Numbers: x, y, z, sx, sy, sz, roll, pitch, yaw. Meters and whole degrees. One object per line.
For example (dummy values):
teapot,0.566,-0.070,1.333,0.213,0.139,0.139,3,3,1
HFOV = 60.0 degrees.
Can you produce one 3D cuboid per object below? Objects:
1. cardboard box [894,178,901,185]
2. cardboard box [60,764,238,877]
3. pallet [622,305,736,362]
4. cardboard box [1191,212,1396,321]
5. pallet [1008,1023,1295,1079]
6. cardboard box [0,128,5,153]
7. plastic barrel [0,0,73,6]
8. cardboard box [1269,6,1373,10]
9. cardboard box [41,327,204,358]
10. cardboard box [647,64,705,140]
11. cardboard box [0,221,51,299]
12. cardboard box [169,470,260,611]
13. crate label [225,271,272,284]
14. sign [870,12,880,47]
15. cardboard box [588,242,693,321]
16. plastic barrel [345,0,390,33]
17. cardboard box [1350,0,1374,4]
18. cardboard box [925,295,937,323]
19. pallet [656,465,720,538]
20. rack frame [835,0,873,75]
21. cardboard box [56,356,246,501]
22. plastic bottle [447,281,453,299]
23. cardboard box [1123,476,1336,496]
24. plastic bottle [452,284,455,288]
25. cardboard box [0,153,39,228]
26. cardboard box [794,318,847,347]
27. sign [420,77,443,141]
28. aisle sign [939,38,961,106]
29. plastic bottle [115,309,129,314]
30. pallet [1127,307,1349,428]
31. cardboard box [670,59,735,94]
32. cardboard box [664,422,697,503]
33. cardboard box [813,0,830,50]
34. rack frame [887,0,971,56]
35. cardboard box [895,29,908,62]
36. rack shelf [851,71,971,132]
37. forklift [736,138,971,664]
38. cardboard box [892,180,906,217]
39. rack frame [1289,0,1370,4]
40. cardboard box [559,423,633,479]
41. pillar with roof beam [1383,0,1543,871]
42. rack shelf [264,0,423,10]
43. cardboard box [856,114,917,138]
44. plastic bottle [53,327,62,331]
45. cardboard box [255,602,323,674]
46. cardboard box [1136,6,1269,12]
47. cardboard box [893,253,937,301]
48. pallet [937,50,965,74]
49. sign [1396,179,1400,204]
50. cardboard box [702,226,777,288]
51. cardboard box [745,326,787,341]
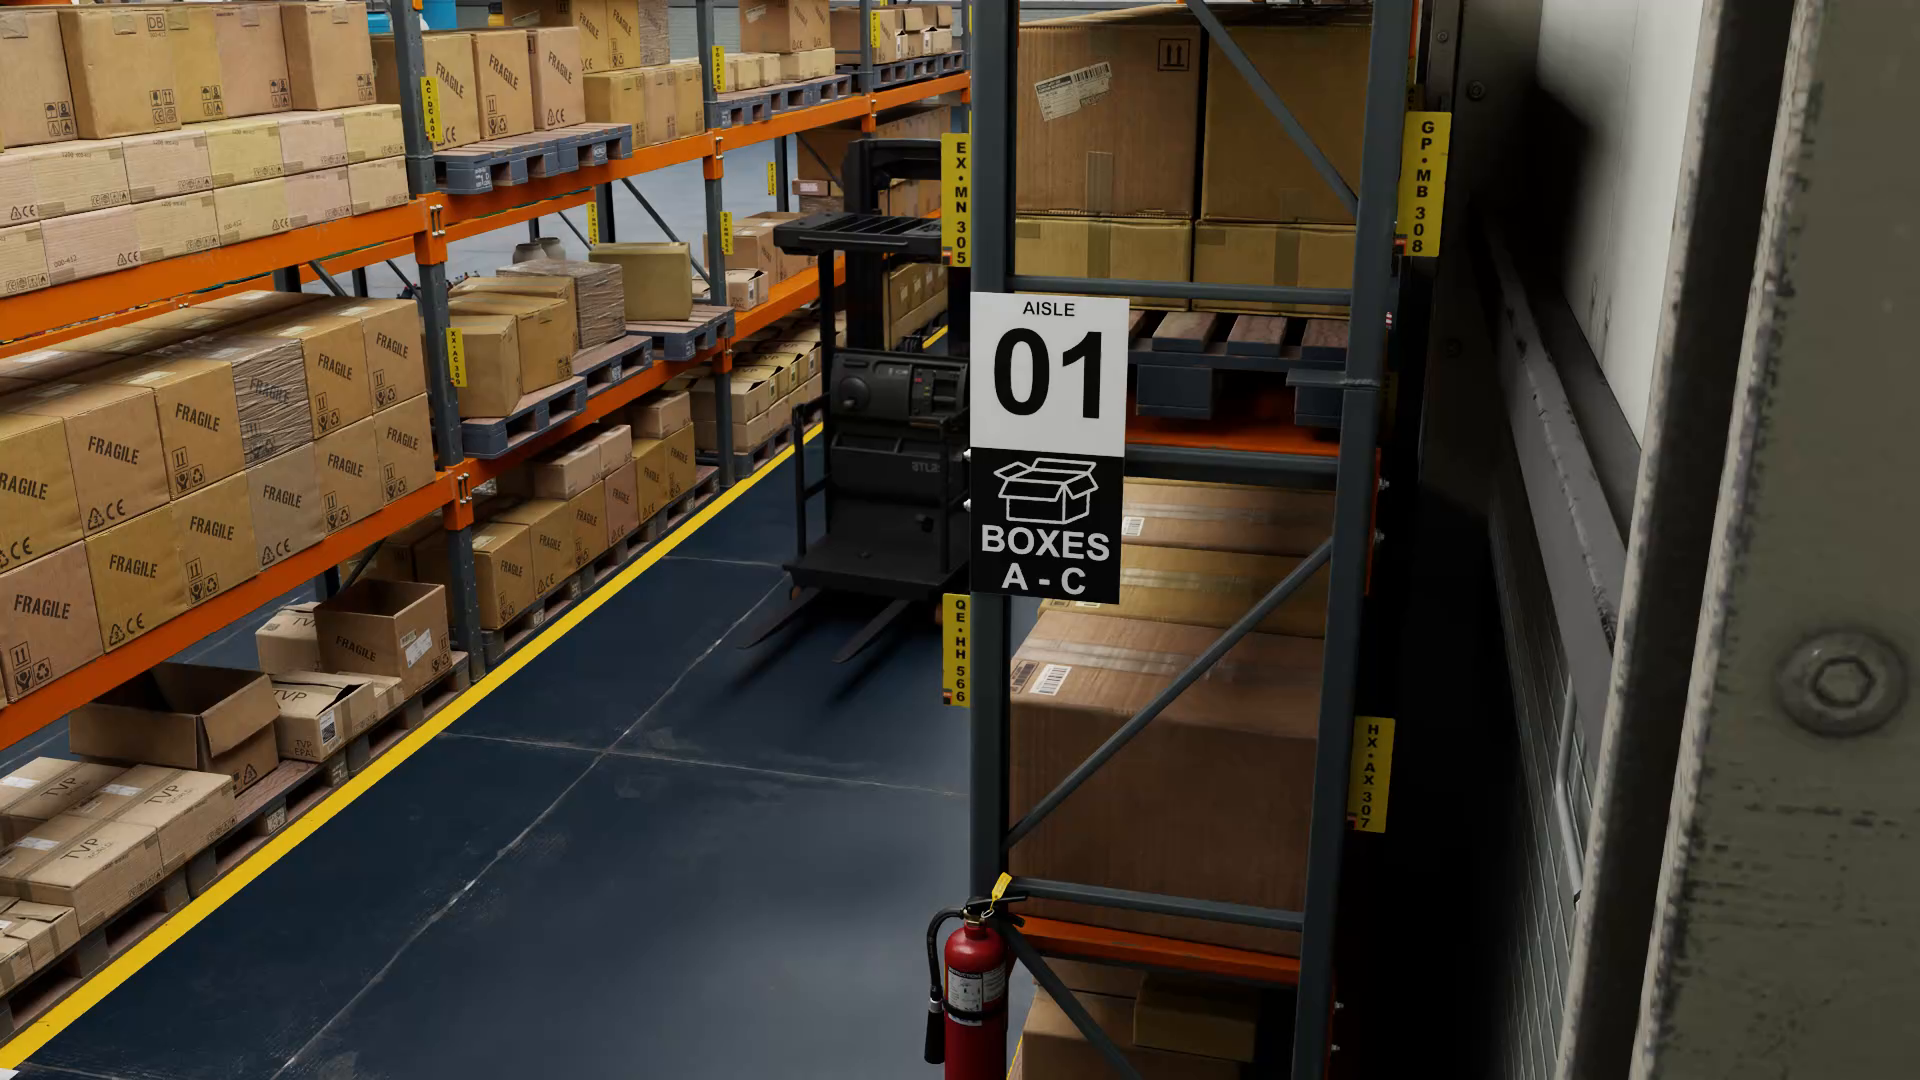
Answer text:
cardboard box,-0.845,-3.886,17.765,0.380,0.149,0.250,4,19,12
cardboard box,-3.627,1.250,7.459,0.500,0.250,0.500,5,19,13
pallet,-2.422,-1.580,12.469,1.213,0.211,1.003,5,19,13
cardboard box,0.942,-0.795,4.662,0.500,0.250,0.500,6,20,16
pallet,0.645,2.072,5.796,1.003,0.211,1.213,5,19,13
cardboard box,-3.965,-1.633,5.987,0.700,0.500,0.500,5,19,13
plastic barrel,-7.268,-3.925,13.083,0.600,0.830,0.708,5,19,13
cardboard box,1.433,-1.795,6.429,0.500,0.500,0.500,4,19,12
cardboard box,-3.941,-0.707,7.915,0.500,0.500,0.500,4,19,12
cardboard box,-2.398,-3.216,12.167,0.910,0.500,0.500,5,19,13
cardboard box,-3.772,-1.026,6.143,0.500,0.250,0.500,5,19,13
cardboard box,-3.545,-0.022,7.458,0.500,0.500,0.500,5,19,14
crate label,-6.622,-2.588,15.068,0.502,0.435,0.616,5,19,13
sign,-0.818,-4.916,16.011,0.100,0.325,0.005,5,19,13
cardboard box,-2.369,-1.928,12.388,0.700,0.500,0.500,-2,19,-5
plastic barrel,-6.063,-5.015,16.813,0.600,0.901,0.708,5,19,13
cardboard box,3.854,-4.833,15.323,0.500,0.500,0.500,5,20,15
cardboard box,-0.569,-2.631,18.854,0.500,0.250,0.500,5,19,13
pallet,-2.543,-0.338,12.851,1.003,0.211,1.213,5,19,13
rack frame,-1.347,-5.981,15.777,1.000,3.000,0.127,5,19,13
cardboard box,-3.544,-0.500,7.309,0.500,0.500,0.500,4,19,13
plastic bottle,-5.999,-2.886,19.518,0.061,0.283,0.133,5,19,13
cardboard box,1.171,0.010,7.053,0.980,0.700,0.700,4,19,12
plastic bottle,-6.049,-2.959,19.858,0.097,0.201,0.097,0,19,0
cardboard box,-3.772,-1.263,6.062,0.500,0.250,0.500,5,19,13
cardboard box,-1.289,-1.992,16.116,0.500,0.311,0.500,5,20,15
sign,-2.773,-2.259,8.719,0.100,0.325,0.005,5,19,13
aisle sign,-0.069,-5.624,19.990,0.394,0.787,0.004,5,19,13
plastic bottle,-6.868,-1.993,13.562,0.061,0.283,0.133,5,19,13
pallet,0.697,-0.602,4.806,1.003,0.211,1.213,5,19,13
cardboard box,-2.157,-3.748,13.462,0.500,0.250,0.500,5,20,15
cardboard box,-2.325,-0.602,12.497,0.500,0.500,0.500,5,20,16
cardboard box,-1.536,-4.854,15.540,0.500,0.500,0.500,5,19,14
rack frame,-0.370,-7.235,19.448,1.000,3.000,0.127,5,19,13
cardboard box,-0.836,-5.091,17.083,0.500,0.311,0.500,4,19,10
rack shelf,-0.858,-4.848,18.214,1.077,0.370,4.000,5,19,13
forklift,-0.469,-0.975,10.507,1.130,2.935,3.031,7,20,19
cardboard box,-0.996,-3.652,18.084,0.700,0.500,0.500,5,19,14
rack frame,3.458,-5.591,14.635,1.000,3.000,0.127,5,19,13
cardboard box,-2.581,-0.618,11.383,0.500,0.250,0.500,4,19,12
pillar with roof beam,-2.004,-3.136,7.447,9.100,9.000,0.400,5,19,13
rack shelf,-2.813,-3.571,10.452,1.077,0.370,4.000,5,19,13
cardboard box,-0.877,-4.415,18.311,0.700,0.500,0.500,5,19,13
plastic bottle,-7.057,-1.736,12.938,0.097,0.201,0.097,0,19,0
cardboard box,-3.614,0.544,9.434,0.500,0.311,0.500,5,19,13
cardboard box,0.937,-1.831,6.536,0.500,0.500,0.500,4,19,12
cardboard box,-0.566,-2.986,18.732,0.500,0.500,0.500,5,19,13
pallet,-0.567,-5.554,19.304,1.003,0.211,1.213,5,19,13
sign,3.997,-3.258,15.293,0.100,0.325,0.005,5,19,13
cardboard box,-1.930,-2.463,14.604,0.500,0.500,0.500,4,19,10
cardboard box,-1.942,-1.877,15.778,0.500,0.311,0.500,4,19,12
